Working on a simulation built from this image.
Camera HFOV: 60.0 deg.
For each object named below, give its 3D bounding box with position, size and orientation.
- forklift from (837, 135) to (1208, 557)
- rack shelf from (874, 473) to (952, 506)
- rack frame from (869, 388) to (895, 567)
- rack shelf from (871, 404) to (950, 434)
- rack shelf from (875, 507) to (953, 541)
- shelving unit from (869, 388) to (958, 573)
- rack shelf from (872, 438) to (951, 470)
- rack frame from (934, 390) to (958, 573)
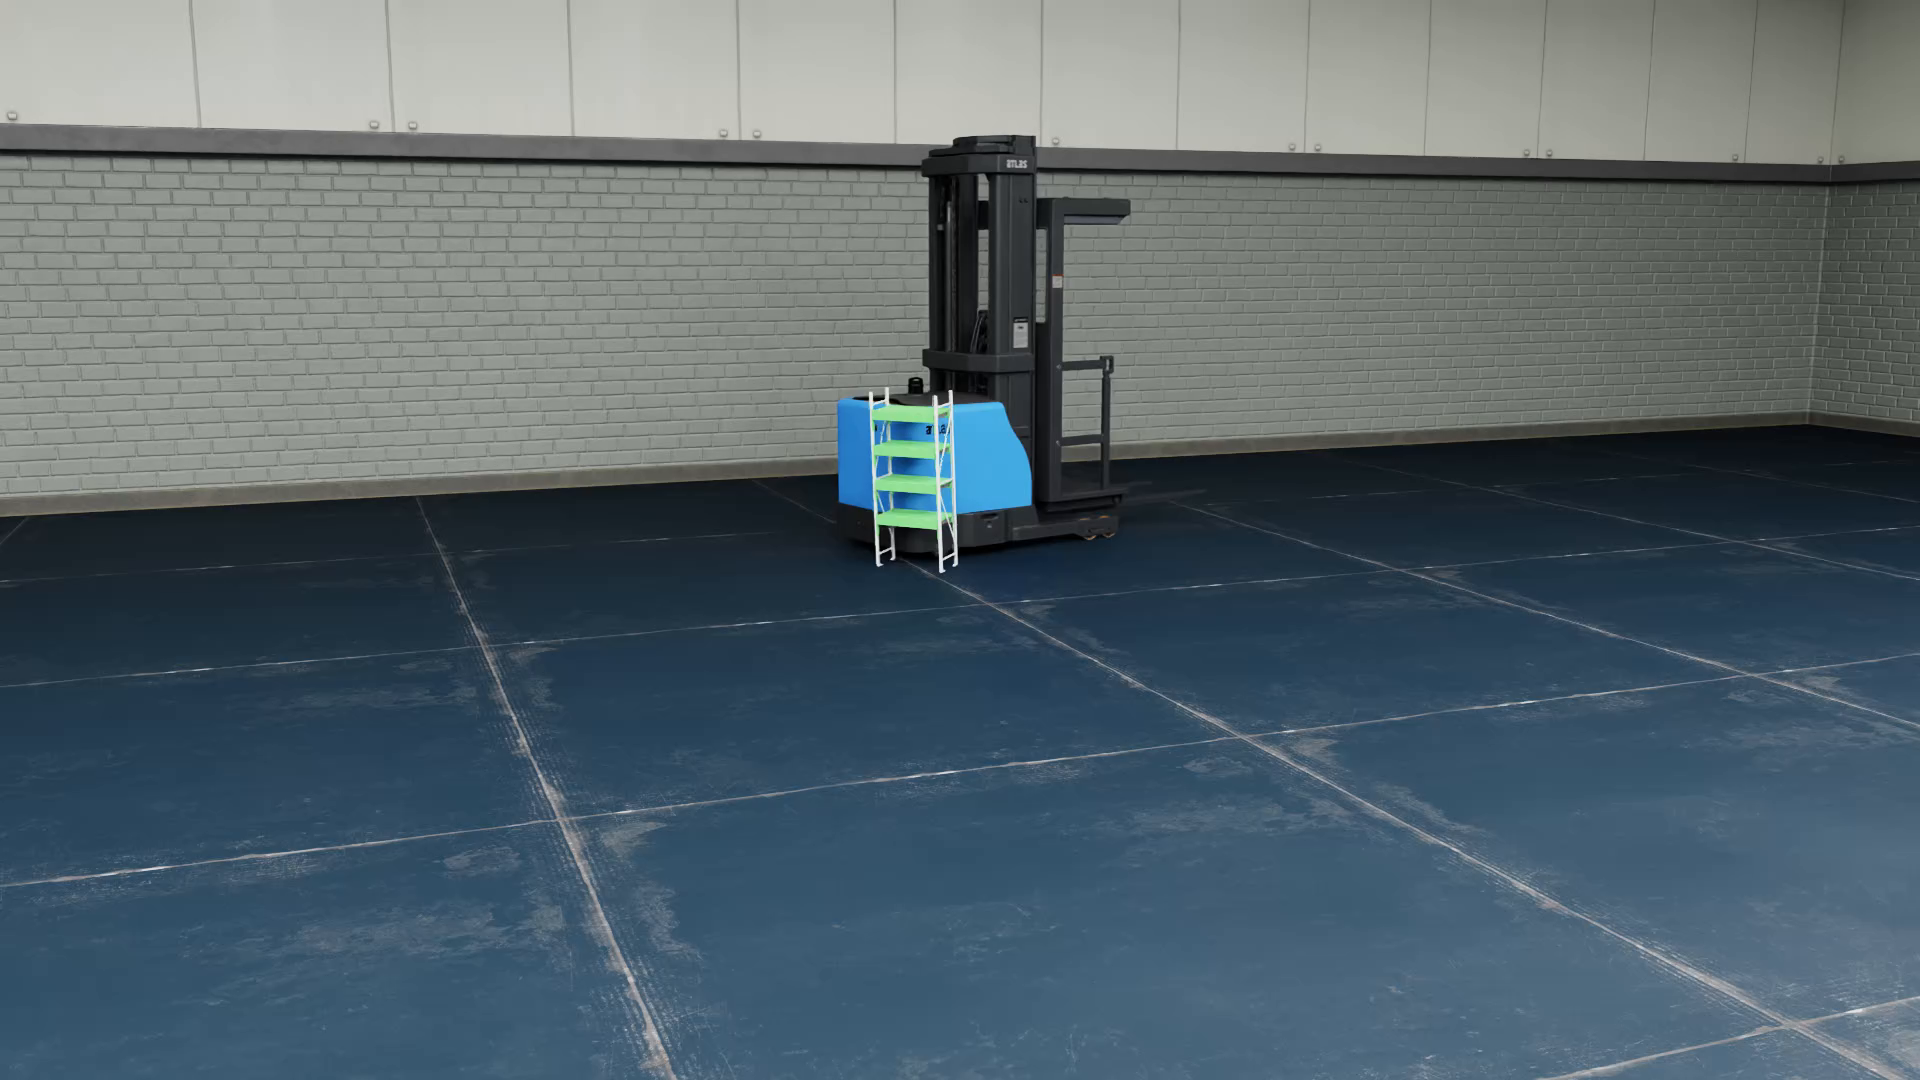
[{"bbox_3d":[0.580,-1.507,12.524,3.031,2.935,1.130,-7,12,-36],"label":"forklift"},{"bbox_3d":[-0.311,-0.347,11.263,0.480,0.148,0.258,5,15,26],"label":"rack shelf"},{"bbox_3d":[-0.530,-0.428,11.356,0.015,1.200,0.240,5,15,26],"label":"rack frame"},{"bbox_3d":[-0.325,-0.814,11.152,0.480,0.148,0.258,5,15,26],"label":"rack shelf"},{"bbox_3d":[-0.303,-0.114,11.318,0.480,0.148,0.258,5,15,26],"label":"rack shelf"},{"bbox_3d":[-0.313,-0.409,11.248,0.503,1.200,0.258,5,15,26],"label":"shelving unit"},{"bbox_3d":[-0.318,-0.580,11.207,0.480,0.148,0.258,5,15,26],"label":"rack shelf"},{"bbox_3d":[-0.095,-0.390,11.140,0.015,1.200,0.240,5,15,26],"label":"rack frame"}]
